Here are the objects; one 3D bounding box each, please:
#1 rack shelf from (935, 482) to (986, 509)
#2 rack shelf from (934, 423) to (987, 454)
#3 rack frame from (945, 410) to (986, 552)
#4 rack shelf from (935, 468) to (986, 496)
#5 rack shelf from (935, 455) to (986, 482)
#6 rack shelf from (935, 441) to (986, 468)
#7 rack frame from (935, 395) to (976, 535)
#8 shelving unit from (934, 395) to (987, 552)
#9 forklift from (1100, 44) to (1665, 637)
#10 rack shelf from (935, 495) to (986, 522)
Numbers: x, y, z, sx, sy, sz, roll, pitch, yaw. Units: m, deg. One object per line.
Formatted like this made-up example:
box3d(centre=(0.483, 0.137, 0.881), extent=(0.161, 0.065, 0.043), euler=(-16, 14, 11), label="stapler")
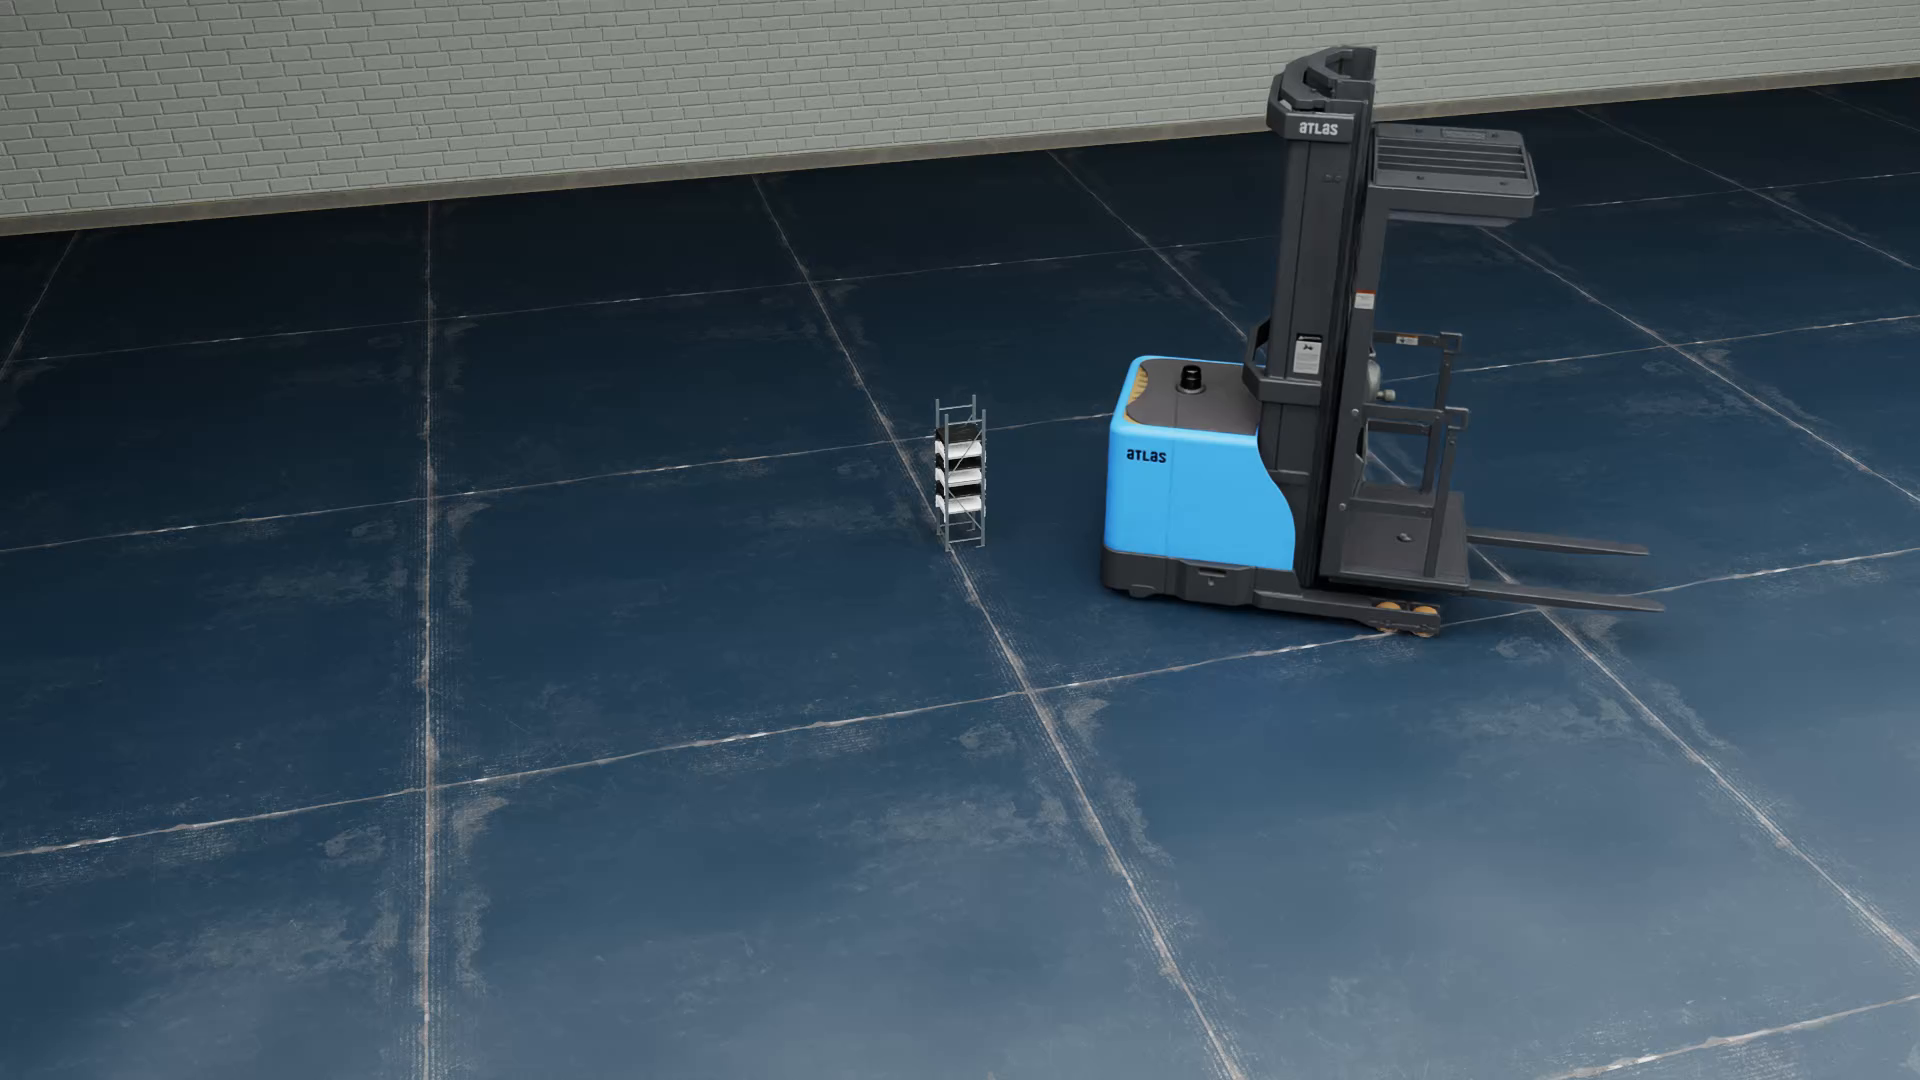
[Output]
box3d(centre=(0.002, -0.279, 9.811), extent=(0.258, 0.077, 0.200), euler=(-8, 31, -13), label="rack shelf")
box3d(centre=(0.002, -0.590, 9.630), extent=(0.258, 0.077, 0.200), euler=(-8, 31, -13), label="rack shelf")
box3d(centre=(0.029, -0.336, 9.664), extent=(0.240, 0.900, 0.006), euler=(-8, 31, -13), label="rack frame")
box3d(centre=(0.002, -0.357, 9.766), extent=(0.258, 0.077, 0.200), euler=(-8, 31, -13), label="rack shelf")
box3d(centre=(0.002, -0.435, 9.720), extent=(0.258, 0.077, 0.200), euler=(-8, 31, -13), label="rack shelf")
box3d(centre=(0.002, -0.512, 9.675), extent=(0.258, 0.077, 0.200), euler=(-8, 31, -13), label="rack shelf")
box3d(centre=(-0.025, -0.435, 9.834), extent=(0.240, 0.900, 0.006), euler=(-8, 31, -13), label="rack frame")
box3d(centre=(0.002, -0.386, 9.749), extent=(0.258, 0.900, 0.210), euler=(-8, 31, -13), label="shelving unit")
box3d(centre=(2.367, -1.032, 8.838), extent=(3.031, 2.935, 1.130), euler=(7, 31, 11), label="forklift")
box3d(centre=(0.002, -0.201, 9.856), extent=(0.258, 0.077, 0.200), euler=(-8, 31, -13), label="rack shelf")
